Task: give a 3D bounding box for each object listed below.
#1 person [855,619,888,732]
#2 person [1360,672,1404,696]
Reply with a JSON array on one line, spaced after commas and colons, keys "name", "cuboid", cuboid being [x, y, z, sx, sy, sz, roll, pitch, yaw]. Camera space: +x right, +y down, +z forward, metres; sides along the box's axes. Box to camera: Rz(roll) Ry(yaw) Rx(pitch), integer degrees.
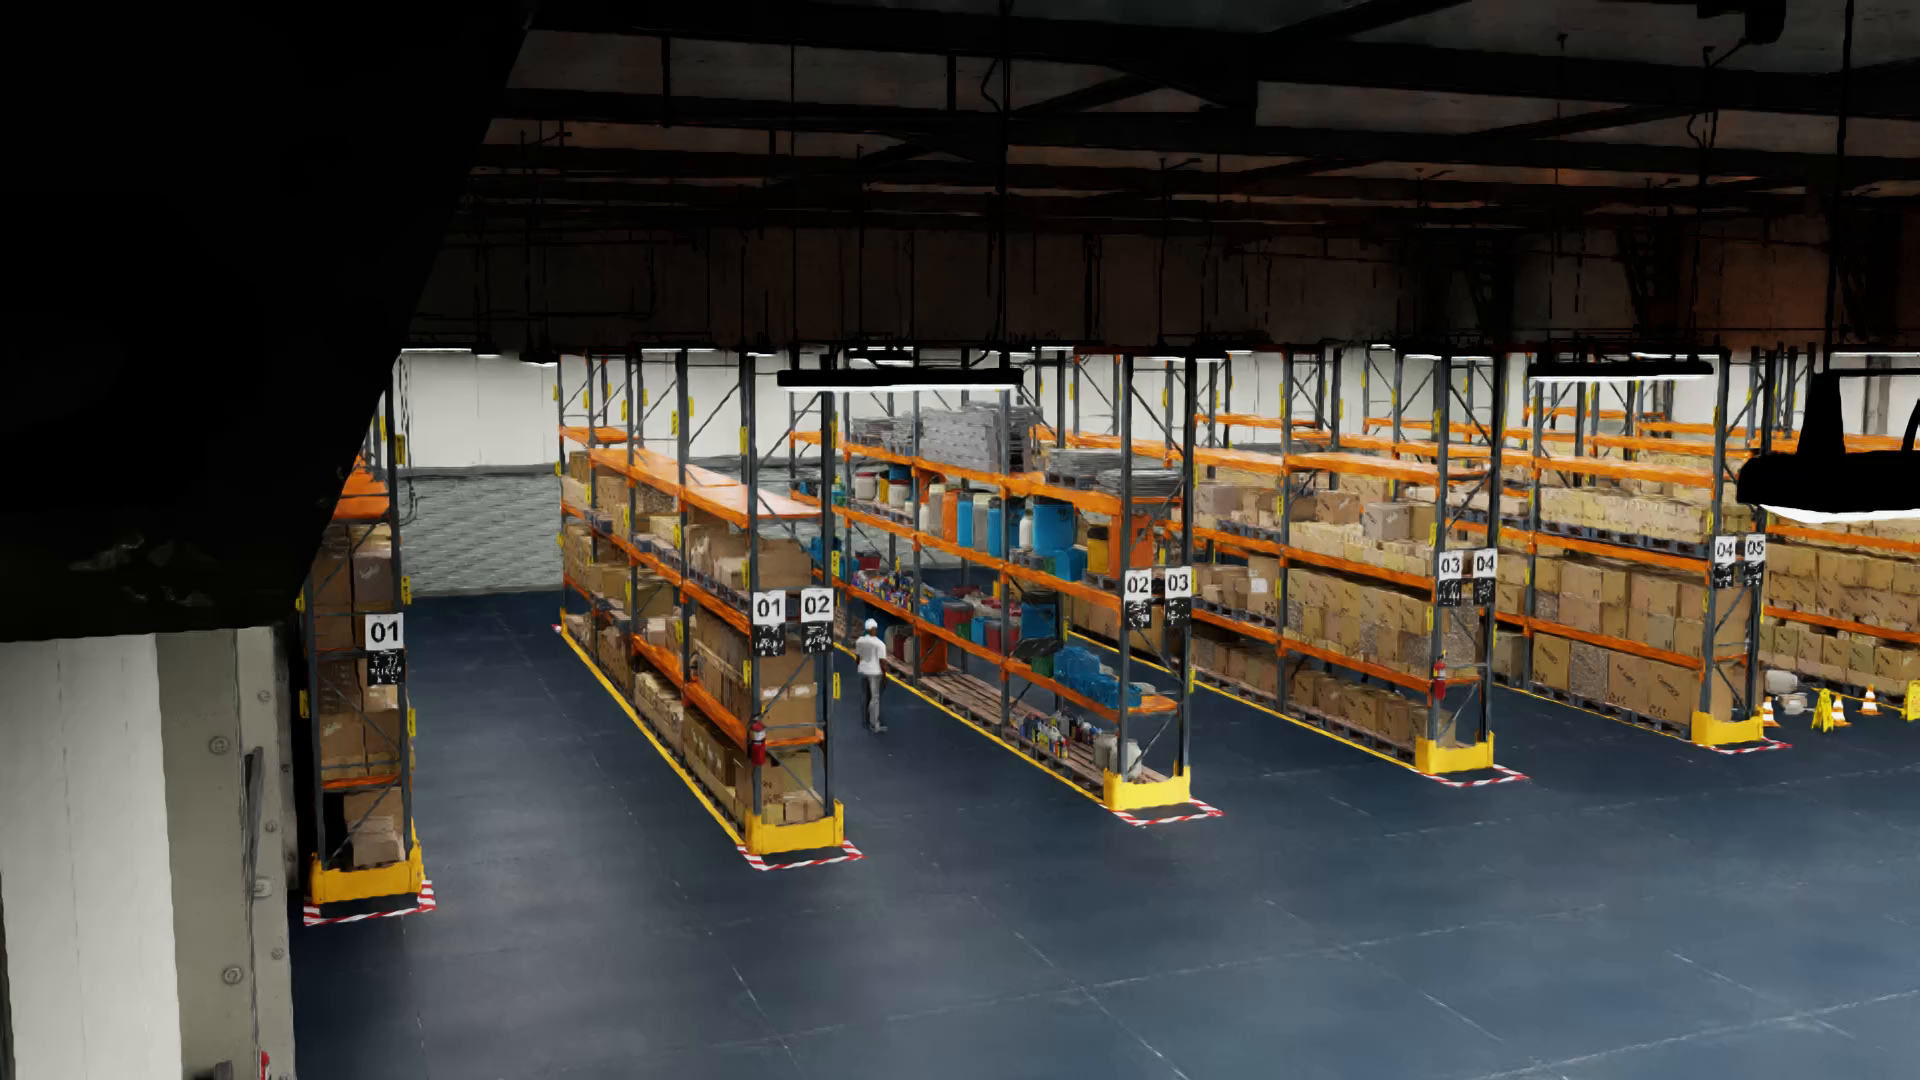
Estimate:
[{"name": "person", "cuboid": [-1.366, 2.110, 26.274, 0.632, 1.762, 0.453, 6, 9, 39]}, {"name": "person", "cuboid": [7.286, 1.913, 28.808, 0.417, 1.517, 1.036, -2, 8, -18]}]
